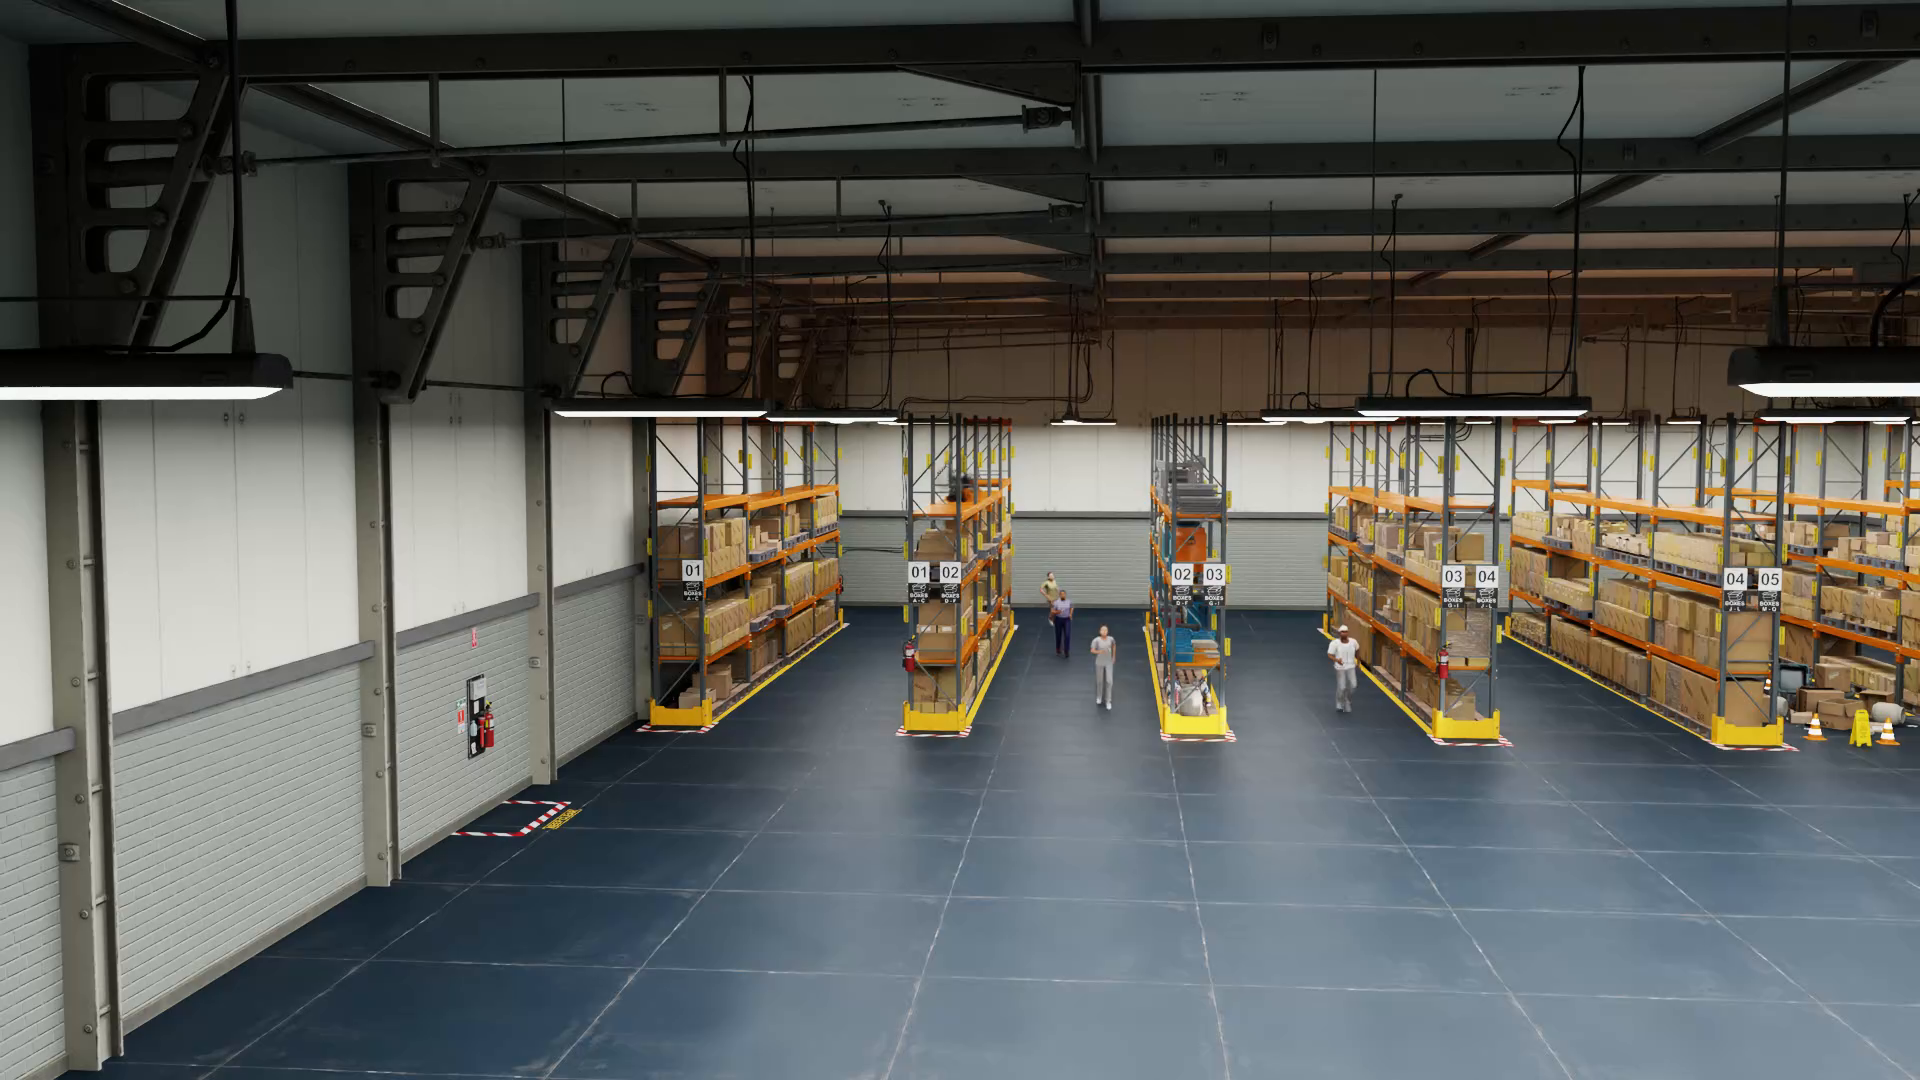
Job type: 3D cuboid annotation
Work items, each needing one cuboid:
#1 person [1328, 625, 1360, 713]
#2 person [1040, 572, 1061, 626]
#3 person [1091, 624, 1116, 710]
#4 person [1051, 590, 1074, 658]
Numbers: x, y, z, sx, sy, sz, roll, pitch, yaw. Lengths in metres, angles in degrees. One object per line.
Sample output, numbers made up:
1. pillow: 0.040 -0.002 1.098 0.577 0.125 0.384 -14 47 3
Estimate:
1. person: 7.761 2.597 33.524 0.699 1.760 0.665 0 4 0
2. person: 2.658 1.709 47.745 0.587 1.598 0.526 -3 5 -39
3. person: 2.936 2.599 34.086 0.554 1.709 0.797 0 4 -2
4. person: 2.567 2.071 41.587 0.602 1.645 0.913 0 4 -4
